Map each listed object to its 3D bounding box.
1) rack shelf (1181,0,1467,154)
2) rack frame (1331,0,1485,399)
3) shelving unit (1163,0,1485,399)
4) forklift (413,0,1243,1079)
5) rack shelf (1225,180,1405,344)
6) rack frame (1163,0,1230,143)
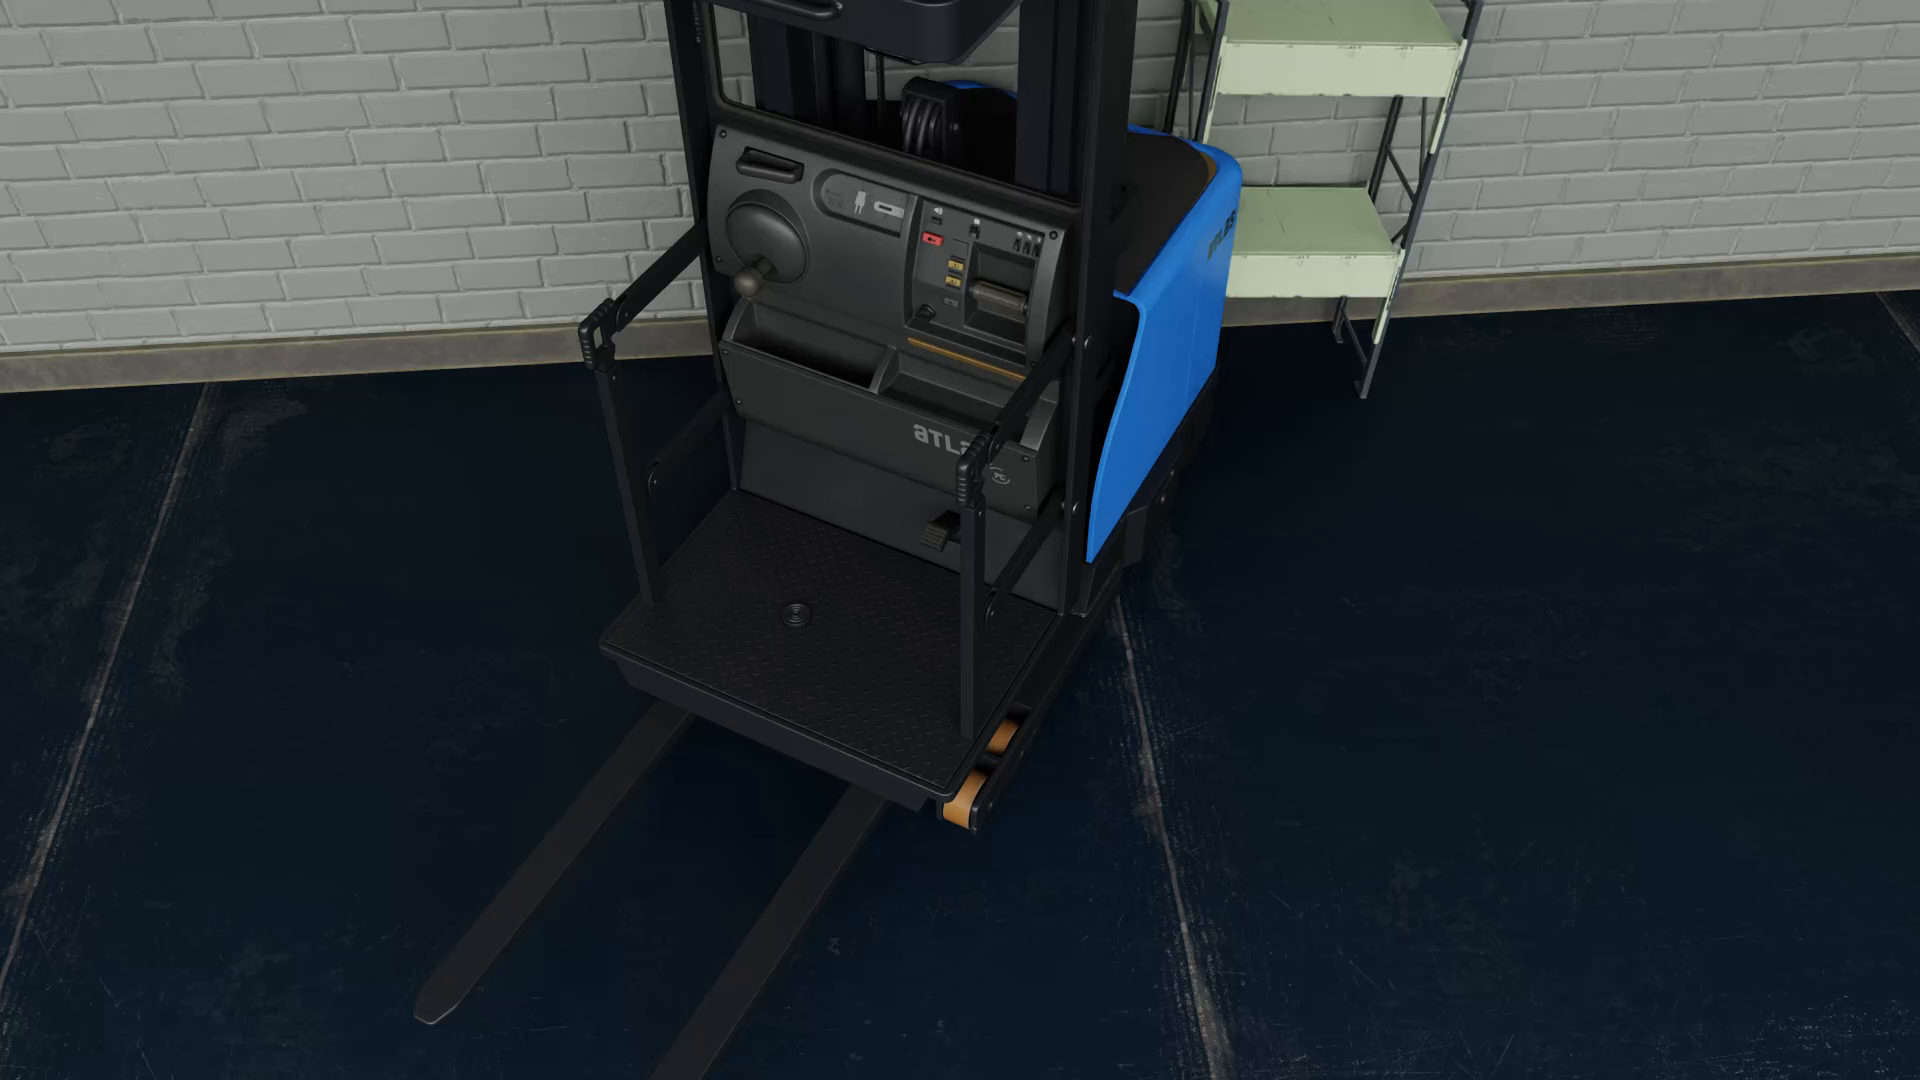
[{"bbox_3d":[1.067,-1.435,4.996,0.720,0.370,0.431,-1,44,-6],"label":"rack shelf"},{"bbox_3d":[1.406,-1.161,5.305,0.023,1.500,0.400,-1,44,-6],"label":"rack frame"},{"bbox_3d":[1.043,-1.154,5.266,0.755,1.500,0.431,-1,44,-6],"label":"shelving unit"},{"bbox_3d":[-0.288,-0.606,3.806,1.130,2.935,3.031,21,50,19],"label":"forklift"},{"bbox_3d":[1.022,-0.920,5.491,0.720,0.370,0.431,-1,44,-6],"label":"rack shelf"},{"bbox_3d":[0.679,-1.148,5.226,0.023,1.500,0.400,-1,44,-6],"label":"rack frame"}]
